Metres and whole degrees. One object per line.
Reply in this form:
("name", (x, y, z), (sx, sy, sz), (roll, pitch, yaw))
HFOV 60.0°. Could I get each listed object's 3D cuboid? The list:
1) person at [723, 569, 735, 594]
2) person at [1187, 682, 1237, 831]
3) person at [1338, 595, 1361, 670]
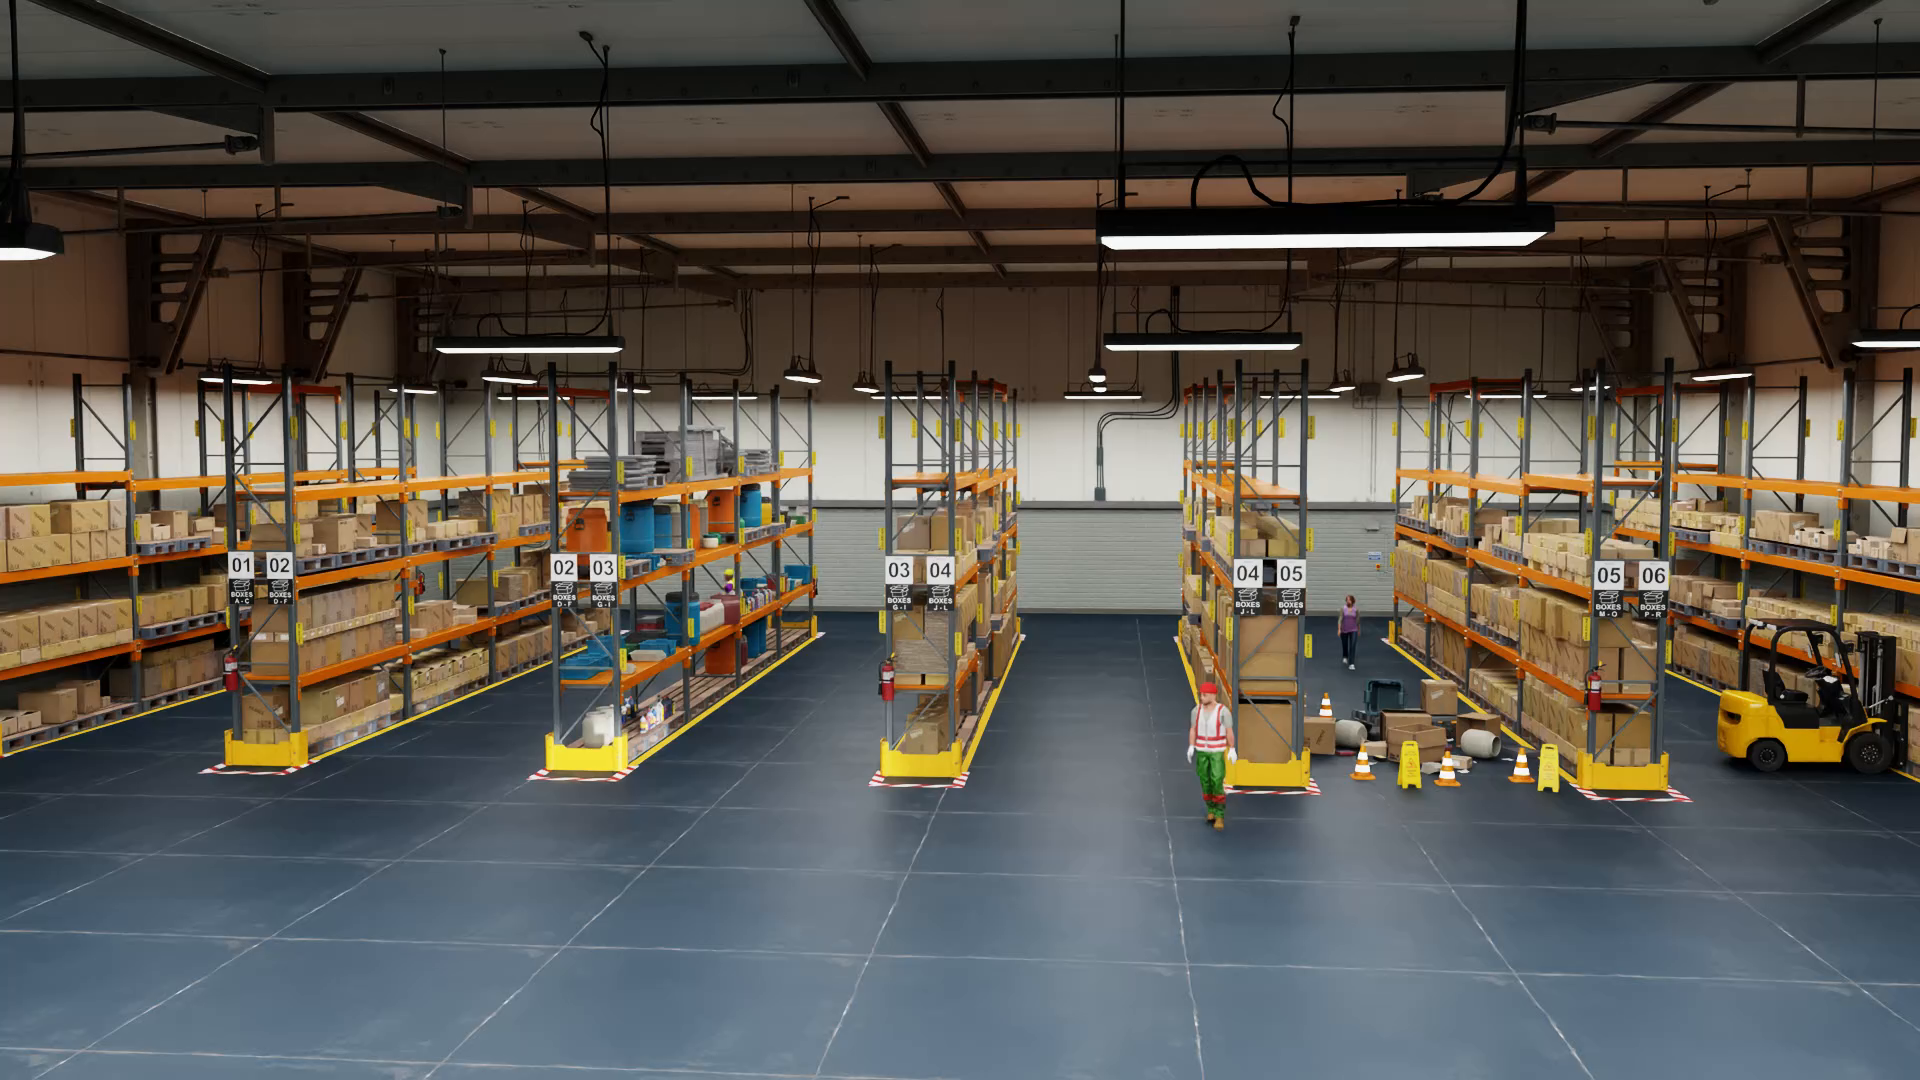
("person", (-5.577, 1.533, 39.930), (1.123, 1.688, 0.549), (1, 4, 20))
("person", (3.164, 2.720, 21.153), (0.623, 1.791, 0.639), (2, 4, 33))
("person", (8.196, 1.914, 35.000), (0.471, 1.536, 1.008), (1, 4, 14))
